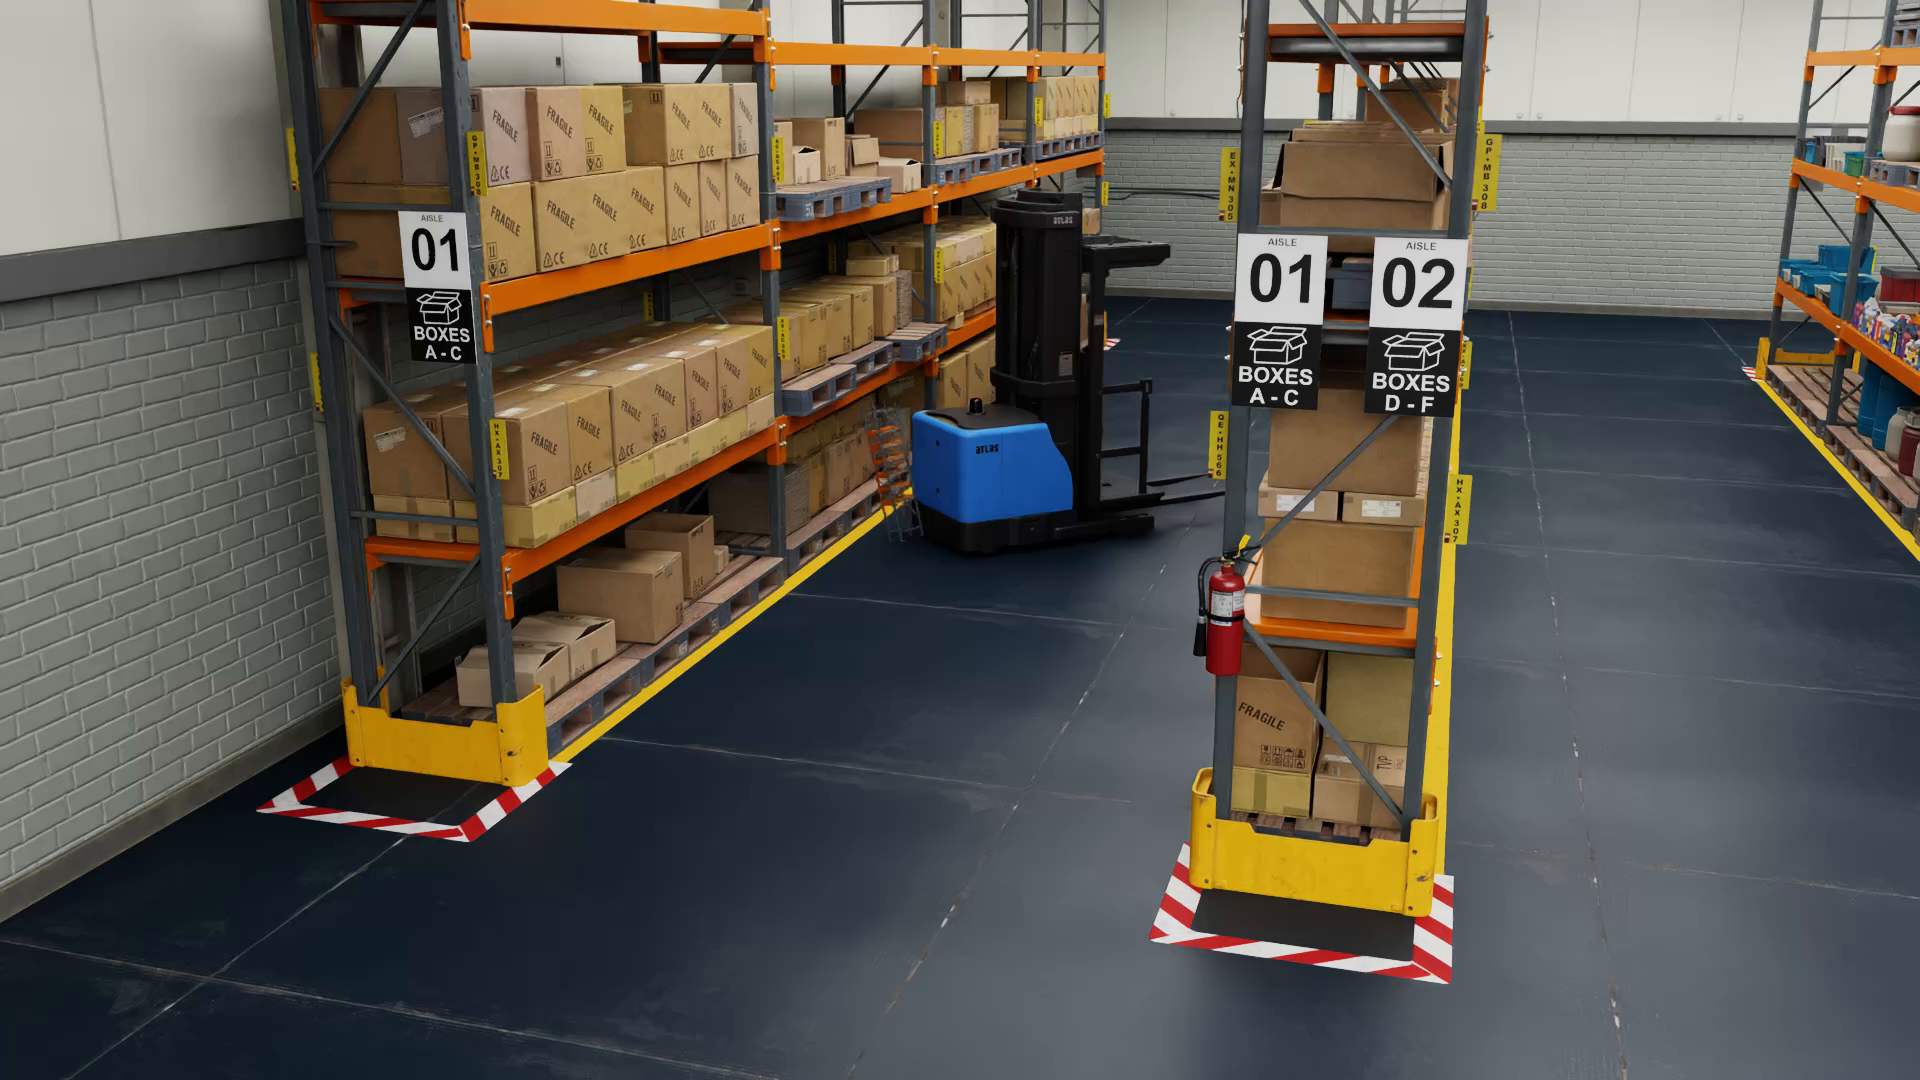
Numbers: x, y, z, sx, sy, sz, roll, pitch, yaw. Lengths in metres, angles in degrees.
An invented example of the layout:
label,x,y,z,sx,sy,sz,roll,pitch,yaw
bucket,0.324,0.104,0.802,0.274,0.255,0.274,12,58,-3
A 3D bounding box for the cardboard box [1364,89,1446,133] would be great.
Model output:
label,x,y,z,sx,sy,sz,roll,pitch,yaw
cardboard box,3.234,-3.019,12.110,0.500,0.500,0.500,6,17,21

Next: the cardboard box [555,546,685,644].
label,x,y,z,sx,sy,sz,roll,pitch,yaw
cardboard box,-2.305,0.367,11.313,0.700,0.500,0.500,4,16,12

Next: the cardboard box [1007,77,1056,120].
label,x,y,z,sx,sy,sz,roll,pitch,yaw
cardboard box,0.875,-5.399,20.317,0.500,0.500,0.500,4,16,15

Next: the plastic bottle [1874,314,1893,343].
label,x,y,z,sx,sy,sz,roll,pitch,yaw
plastic bottle,9.142,-2.091,16.430,0.152,0.276,0.135,5,16,16

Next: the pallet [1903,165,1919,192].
label,x,y,z,sx,sy,sz,roll,pitch,yaw
pallet,9.454,-3.327,15.410,1.003,0.211,1.213,5,16,16

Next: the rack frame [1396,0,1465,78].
label,x,y,z,sx,sy,sz,roll,pitch,yaw
rack frame,6.291,-6.802,21.819,1.000,3.000,0.127,5,16,16

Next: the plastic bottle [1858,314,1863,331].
label,x,y,z,sx,sy,sz,roll,pitch,yaw
plastic bottle,9.336,-2.259,17.161,0.097,0.201,0.097,0,16,0

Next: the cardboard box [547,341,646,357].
label,x,y,z,sx,sy,sz,roll,pitch,yaw
cardboard box,-2.501,-1.086,11.524,0.500,0.500,0.500,5,17,17

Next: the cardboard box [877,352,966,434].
label,x,y,z,sx,sy,sz,roll,pitch,yaw
cardboard box,-0.398,-1.556,17.487,0.750,0.750,0.750,4,16,15

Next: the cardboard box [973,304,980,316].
label,x,y,z,sx,sy,sz,roll,pitch,yaw
cardboard box,0.008,-2.565,18.299,0.380,0.149,0.250,5,17,16

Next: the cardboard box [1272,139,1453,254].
label,x,y,z,sx,sy,sz,roll,pitch,yaw
cardboard box,1.911,-1.642,7.908,0.797,0.503,0.637,6,17,20

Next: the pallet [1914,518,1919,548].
label,x,y,z,sx,sy,sz,roll,pitch,yaw
pallet,8.508,0.104,13.577,1.003,0.211,1.213,5,16,16

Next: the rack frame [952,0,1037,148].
label,x,y,z,sx,sy,sz,roll,pitch,yaw
rack frame,0.404,-6.138,19.480,1.000,3.000,0.127,5,16,16

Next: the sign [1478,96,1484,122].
label,x,y,z,sx,sy,sz,roll,pitch,yaw
sign,5.687,-4.708,18.266,0.100,0.325,0.005,5,16,16

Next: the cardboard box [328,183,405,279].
label,x,y,z,sx,sy,sz,roll,pitch,yaw
cardboard box,-3.131,-1.742,9.258,0.500,0.500,0.500,6,17,20

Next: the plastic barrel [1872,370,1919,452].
label,x,y,z,sx,sy,sz,roll,pitch,yaw
plastic barrel,9.530,-1.350,16.669,0.600,0.901,0.708,5,16,16

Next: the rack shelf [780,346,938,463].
label,x,y,z,sx,sy,sz,roll,pitch,yaw
rack shelf,-1.301,-1.336,14.862,1.077,0.370,4.000,5,16,16

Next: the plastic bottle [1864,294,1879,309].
label,x,y,z,sx,sy,sz,roll,pitch,yaw
plastic bottle,9.480,-2.383,17.323,0.144,0.351,0.185,5,16,16

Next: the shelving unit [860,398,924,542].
label,x,y,z,sx,sy,sz,roll,pitch,yaw
shelving unit,-0.576,-0.596,14.171,0.258,1.200,0.189,-17,9,-32

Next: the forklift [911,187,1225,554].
label,x,y,z,sx,sy,sz,roll,pitch,yaw
forklift,1.122,-1.555,14.441,3.031,2.935,1.130,-8,18,-27

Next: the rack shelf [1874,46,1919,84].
label,x,y,z,sx,sy,sz,roll,pitch,yaw
rack shelf,9.334,-4.308,15.079,1.077,0.370,4.000,5,16,16

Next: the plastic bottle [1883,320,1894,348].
label,x,y,z,sx,sy,sz,roll,pitch,yaw
plastic bottle,9.017,-1.999,16.117,0.097,0.271,0.097,0,16,0

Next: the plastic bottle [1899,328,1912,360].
label,x,y,z,sx,sy,sz,roll,pitch,yaw
plastic bottle,8.796,-1.819,15.460,0.061,0.283,0.133,5,16,16

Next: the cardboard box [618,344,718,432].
label,x,y,z,sx,sy,sz,roll,pitch,yaw
cardboard box,-1.997,-1.048,11.391,0.500,0.500,0.500,4,16,14

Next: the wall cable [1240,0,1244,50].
label,x,y,z,sx,sy,sz,roll,pitch,yaw
wall cable,6.084,-9.363,27.284,3.097,2.526,0.112,5,16,16

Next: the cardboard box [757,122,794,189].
label,x,y,z,sx,sy,sz,roll,pitch,yaw
cardboard box,-1.638,-2.989,12.922,0.500,0.500,0.500,7,17,24

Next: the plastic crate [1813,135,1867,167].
label,x,y,z,sx,sy,sz,roll,pitch,yaw
plastic crate,10.341,-4.565,19.545,0.504,0.338,0.767,5,16,16

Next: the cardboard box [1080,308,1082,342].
label,x,y,z,sx,sy,sz,roll,pitch,yaw
cardboard box,1.295,-2.976,23.137,0.700,0.500,0.500,5,16,16

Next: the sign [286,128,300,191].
label,x,y,z,sx,sy,sz,roll,pitch,yaw
sign,-3.533,-2.030,8.870,0.100,0.325,0.005,5,16,16

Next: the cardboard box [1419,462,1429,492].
label,x,y,z,sx,sy,sz,roll,pitch,yaw
cardboard box,2.207,-0.310,8.554,0.380,0.149,0.250,5,16,16

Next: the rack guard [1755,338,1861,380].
label,x,y,z,sx,sy,sz,roll,pitch,yaw
rack guard,11.033,-2.335,21.646,1.175,0.500,0.348,5,16,16

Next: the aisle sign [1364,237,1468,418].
label,x,y,z,sx,sy,sz,roll,pitch,yaw
aisle sign,2.019,-0.939,7.380,0.394,0.787,0.004,5,16,16

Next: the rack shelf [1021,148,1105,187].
label,x,y,z,sx,sy,sz,roll,pitch,yaw
rack shelf,0.972,-4.872,21.832,1.077,0.370,4.000,5,16,16

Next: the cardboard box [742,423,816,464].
label,x,y,z,sx,sy,sz,roll,pitch,yaw
cardboard box,-1.555,-0.838,14.189,0.500,0.250,0.500,4,16,15

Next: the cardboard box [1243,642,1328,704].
label,x,y,z,sx,sy,sz,roll,pitch,yaw
cardboard box,1.881,0.604,9.597,0.500,0.500,0.500,5,16,16

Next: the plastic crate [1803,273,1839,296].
label,x,y,z,sx,sy,sz,roll,pitch,yaw
plastic crate,10.194,-3.017,19.665,0.416,0.233,0.300,5,16,16

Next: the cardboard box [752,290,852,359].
label,x,y,z,sx,sy,sz,roll,pitch,yaw
cardboard box,-1.370,-1.870,14.435,0.700,0.500,0.500,7,17,24

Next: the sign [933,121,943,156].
label,x,y,z,sx,sy,sz,roll,pitch,yaw
sign,-0.213,-3.855,15.979,0.100,0.325,0.005,5,16,16

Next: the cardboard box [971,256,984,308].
label,x,y,z,sx,sy,sz,roll,pitch,yaw
cardboard box,-0.050,-2.780,17.868,0.500,0.500,0.500,5,16,16

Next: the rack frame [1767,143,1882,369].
label,x,y,z,sx,sy,sz,roll,pitch,yaw
rack frame,11.039,-3.530,21.279,1.000,3.000,0.127,5,16,16

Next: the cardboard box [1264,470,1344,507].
label,x,y,z,sx,sy,sz,roll,pitch,yaw
cardboard box,1.743,-0.273,8.423,0.380,0.149,0.250,5,17,17

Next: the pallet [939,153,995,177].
label,x,y,z,sx,sy,sz,roll,pitch,yaw
pallet,-0.286,-4.023,17.866,1.003,0.211,1.213,5,17,18

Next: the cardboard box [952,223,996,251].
label,x,y,z,sx,sy,sz,roll,pitch,yaw
cardboard box,0.217,-3.405,18.699,0.500,0.250,0.500,5,17,17

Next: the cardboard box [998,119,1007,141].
label,x,y,z,sx,sy,sz,roll,pitch,yaw
cardboard box,0.373,-5.071,20.534,0.500,0.250,0.500,5,17,16

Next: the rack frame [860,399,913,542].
label,x,y,z,sx,sy,sz,roll,pitch,yaw
rack frame,-0.627,-0.596,14.248,0.240,1.200,0.006,-17,9,-32

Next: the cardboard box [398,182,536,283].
label,x,y,z,sx,sy,sz,roll,pitch,yaw
cardboard box,-2.672,-1.682,9.044,0.500,0.500,0.500,5,17,17

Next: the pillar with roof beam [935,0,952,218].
label,x,y,z,sx,sy,sz,roll,pitch,yaw
pillar with roof beam,3.901,-6.055,19.185,9.100,9.000,0.400,5,16,16

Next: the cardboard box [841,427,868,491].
label,x,y,z,sx,sy,sz,roll,pitch,yaw
cardboard box,-1.260,-0.764,15.302,0.700,0.500,0.500,5,16,16

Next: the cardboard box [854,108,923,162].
label,x,y,z,sx,sy,sz,roll,pitch,yaw
cardboard box,-0.653,-4.038,16.581,0.700,0.500,0.500,3,16,12

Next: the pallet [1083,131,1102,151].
label,x,y,z,sx,sy,sz,roll,pitch,yaw
pallet,1.340,-5.504,22.904,1.003,0.211,1.213,5,16,16

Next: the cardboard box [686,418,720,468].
label,x,y,z,sx,sy,sz,roll,pitch,yaw
cardboard box,-1.991,-0.687,11.492,0.500,0.250,0.500,5,16,16

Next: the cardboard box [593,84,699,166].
label,x,y,z,sx,sy,sz,roll,pitch,yaw
cardboard box,-2.036,-2.707,10.828,0.500,0.500,0.500,4,16,14

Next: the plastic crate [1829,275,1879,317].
label,x,y,z,sx,sy,sz,roll,pitch,yaw
plastic crate,9.708,-2.654,18.108,0.392,0.384,0.575,5,16,16
